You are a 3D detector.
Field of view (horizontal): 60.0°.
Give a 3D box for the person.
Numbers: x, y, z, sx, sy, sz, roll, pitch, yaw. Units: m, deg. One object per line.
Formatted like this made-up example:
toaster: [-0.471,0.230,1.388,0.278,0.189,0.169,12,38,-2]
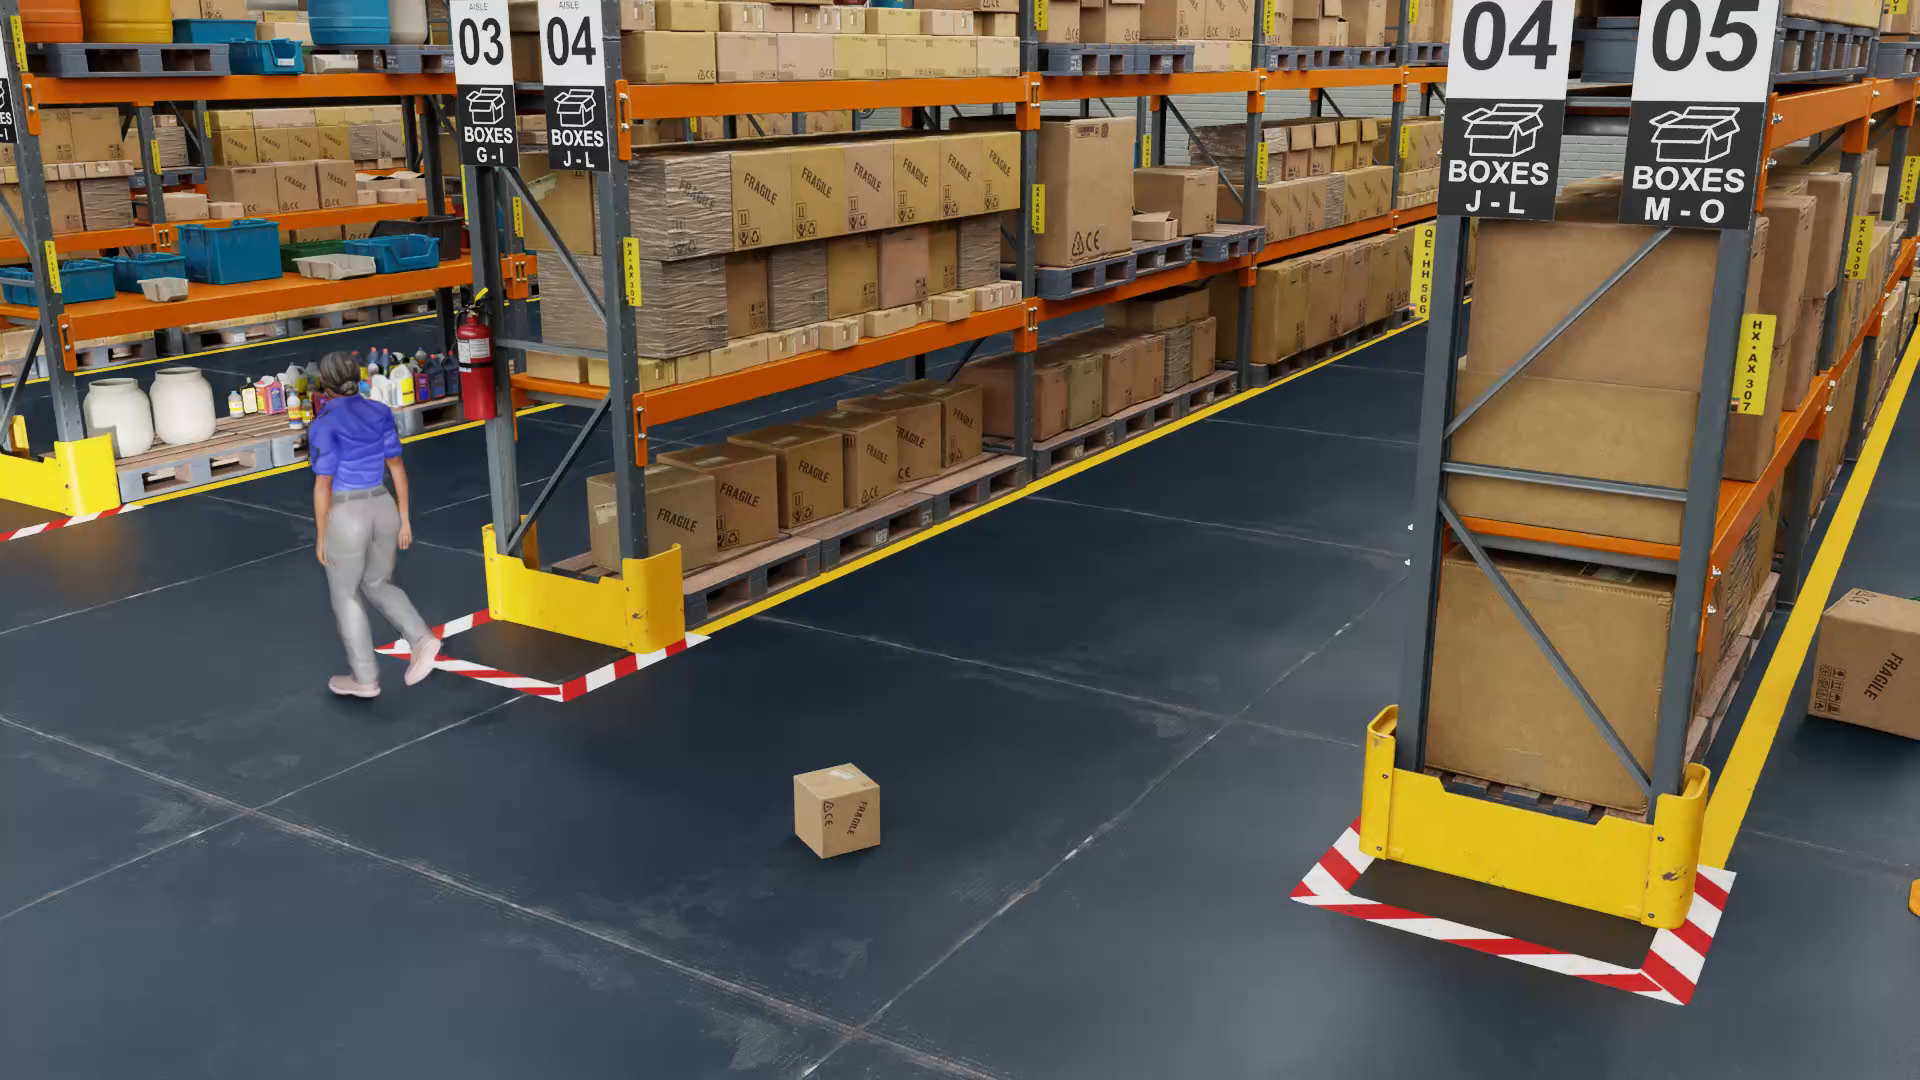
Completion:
person: [-2.735,-0.067,7.708,0.538,1.641,0.449,10,19,31]
